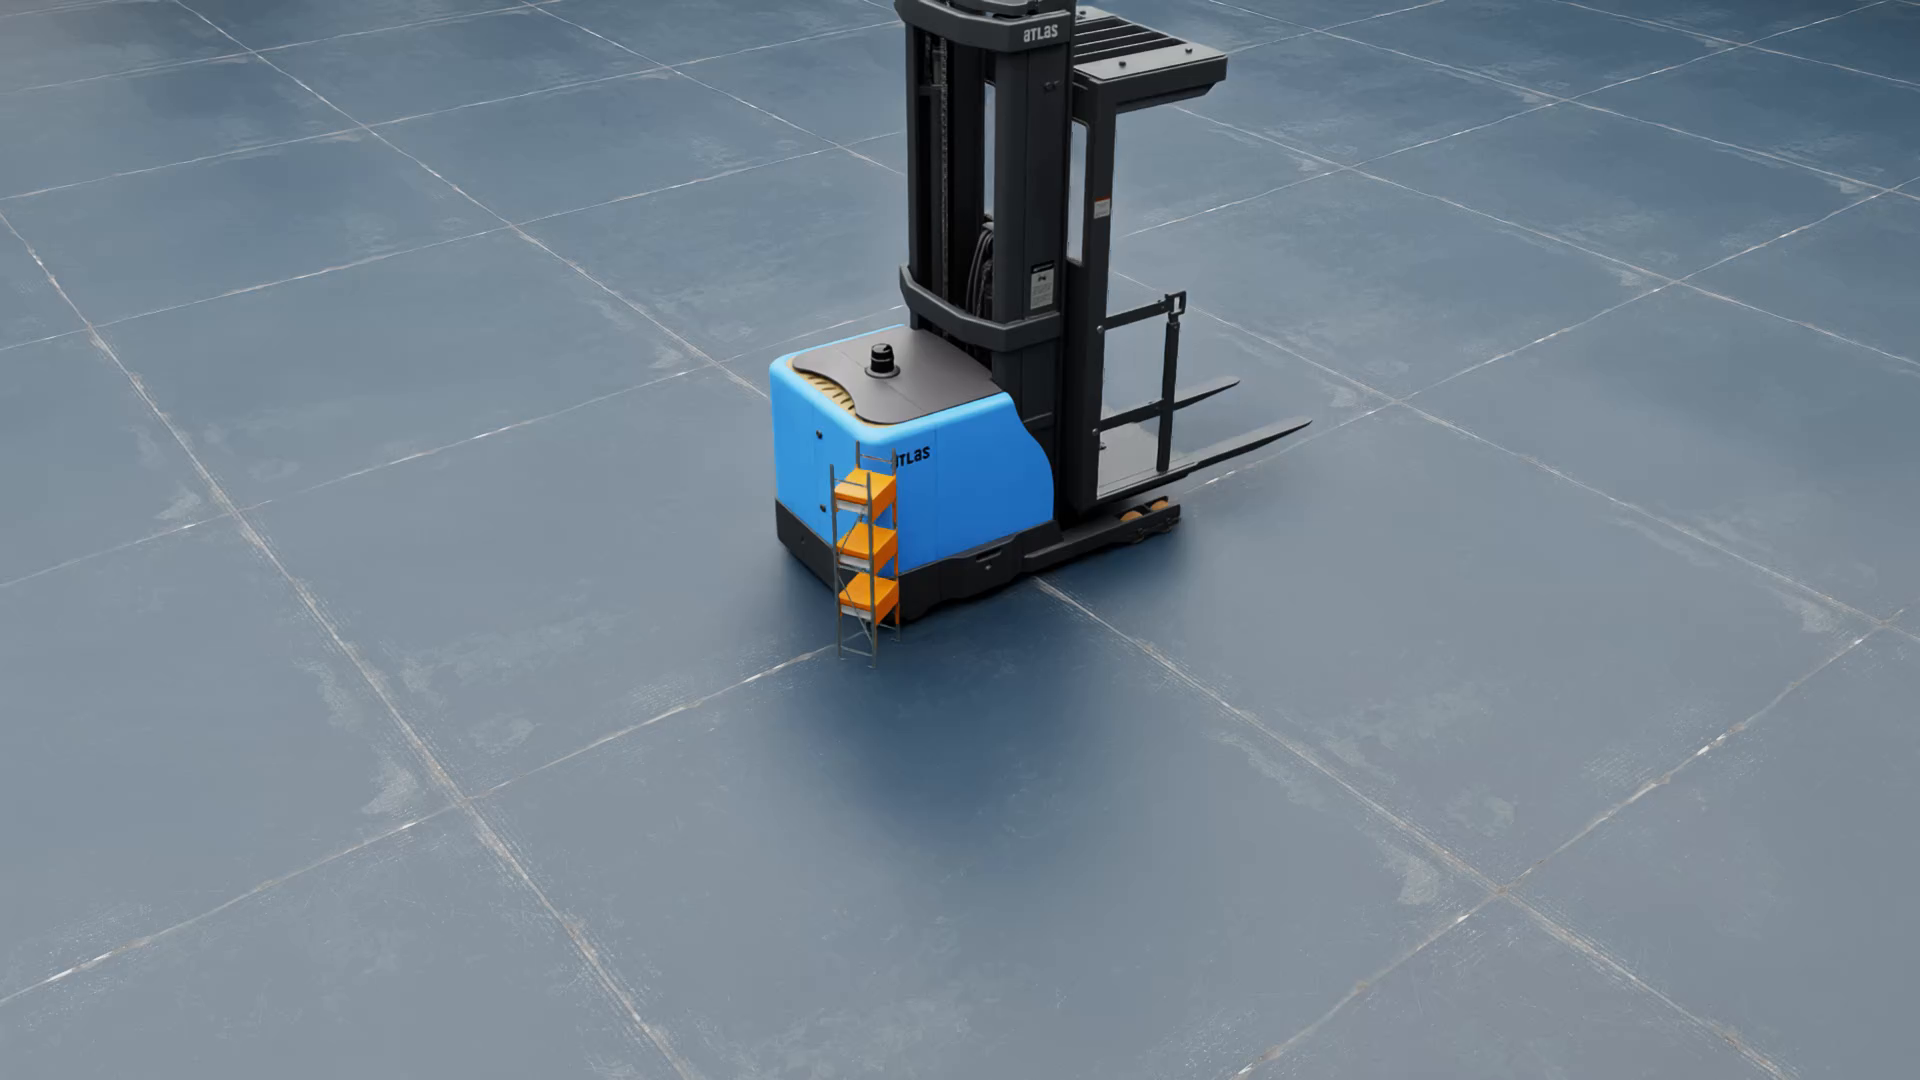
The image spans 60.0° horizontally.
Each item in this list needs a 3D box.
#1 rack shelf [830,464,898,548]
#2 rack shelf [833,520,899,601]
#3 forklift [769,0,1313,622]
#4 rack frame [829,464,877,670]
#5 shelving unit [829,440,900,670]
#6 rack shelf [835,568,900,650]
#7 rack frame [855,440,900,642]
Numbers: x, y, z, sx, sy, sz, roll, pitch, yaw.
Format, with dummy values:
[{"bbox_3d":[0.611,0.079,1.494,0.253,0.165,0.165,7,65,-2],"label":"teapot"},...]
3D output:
[{"bbox_3d":[-0.430,-0.155,7.485,0.215,0.259,0.240,14,34,21],"label":"rack shelf"},{"bbox_3d":[-0.431,0.087,7.634,0.215,0.259,0.240,14,34,21],"label":"rack shelf"},{"bbox_3d":[0.559,-1.441,8.293,3.031,2.935,1.130,-19,37,-28],"label":"forklift"},{"bbox_3d":[-0.482,0.136,7.534,0.200,1.050,0.008,14,34,21],"label":"rack frame"},{"bbox_3d":[-0.431,0.078,7.628,0.215,1.050,0.252,14,34,21],"label":"shelving unit"},{"bbox_3d":[-0.431,0.324,7.779,0.215,0.259,0.240,14,34,21],"label":"rack shelf"},{"bbox_3d":[-0.380,0.020,7.723,0.200,1.050,0.008,14,34,21],"label":"rack frame"}]
